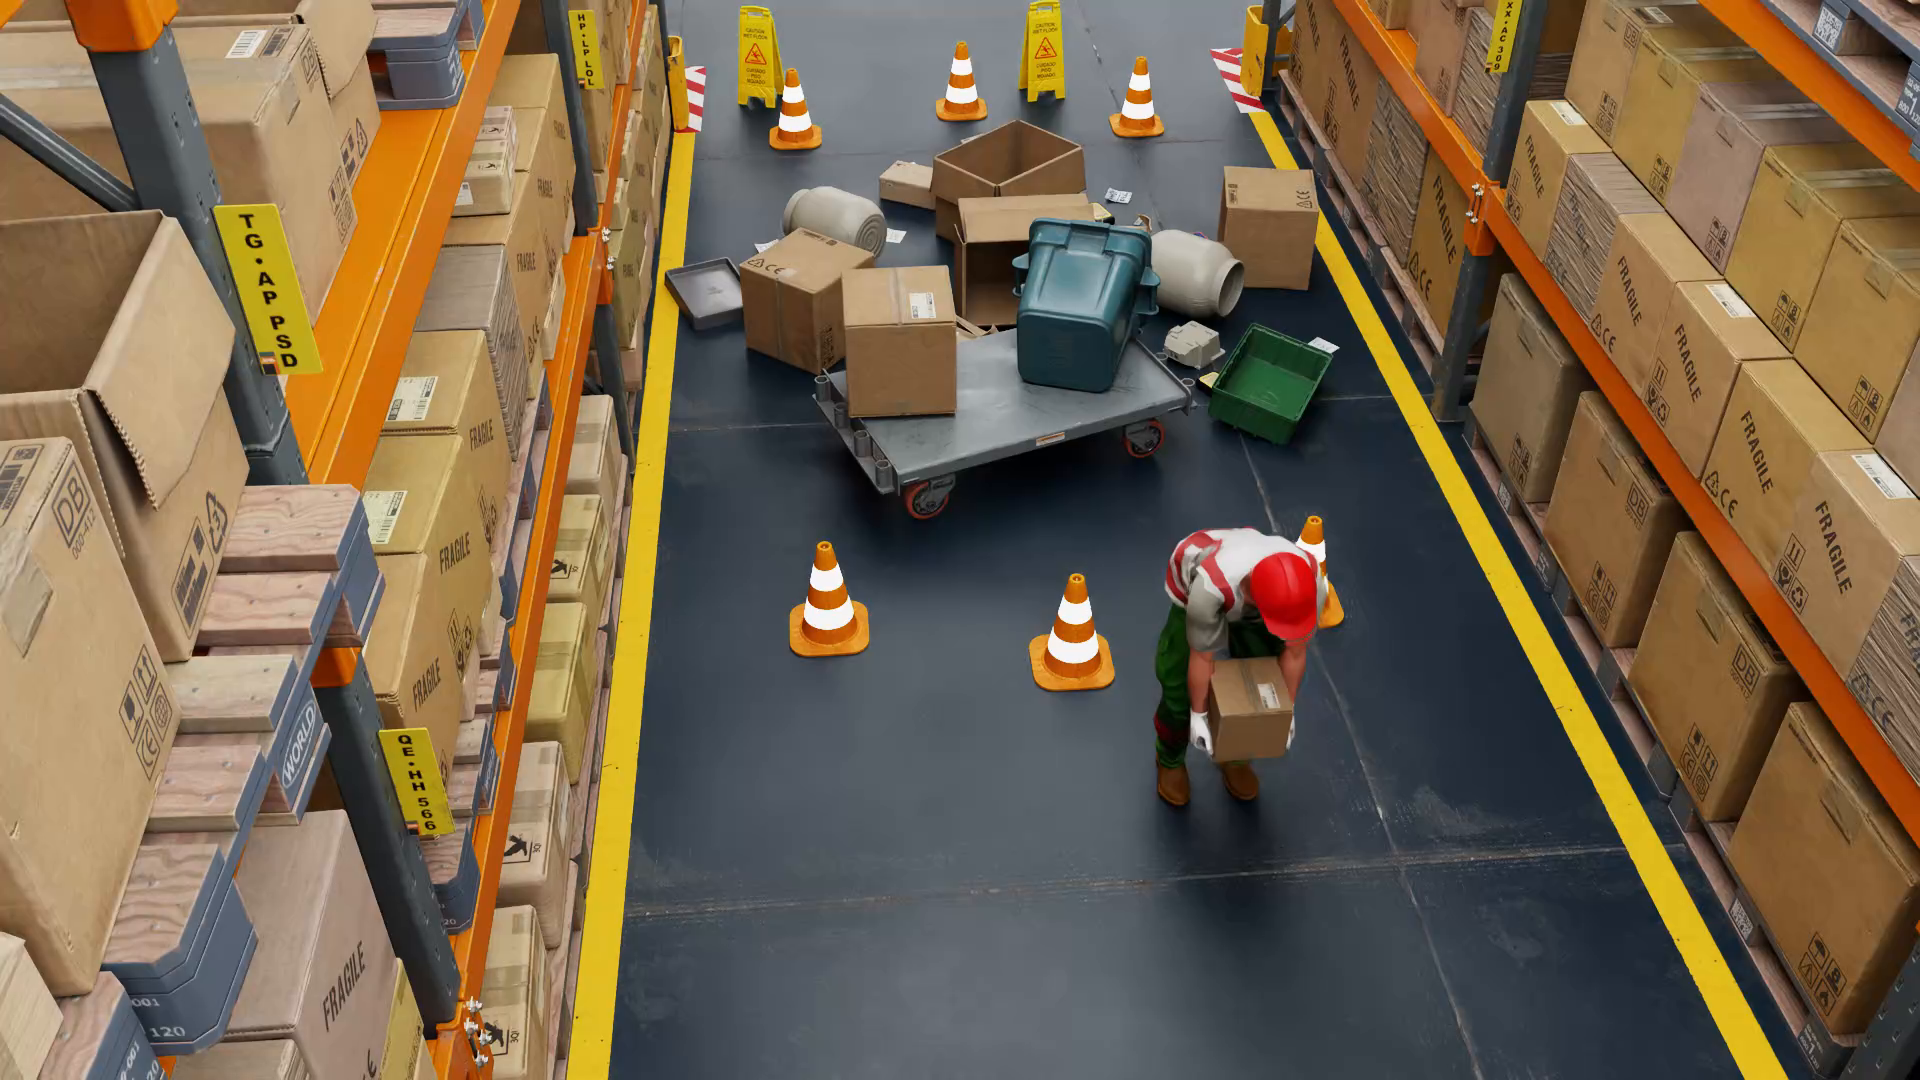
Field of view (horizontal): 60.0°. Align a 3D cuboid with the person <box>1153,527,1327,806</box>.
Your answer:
[{"bbox_3d":[0.968,0.453,5.815,0.492,1.478,0.851,-4,39,-5],"label":"person"}]
